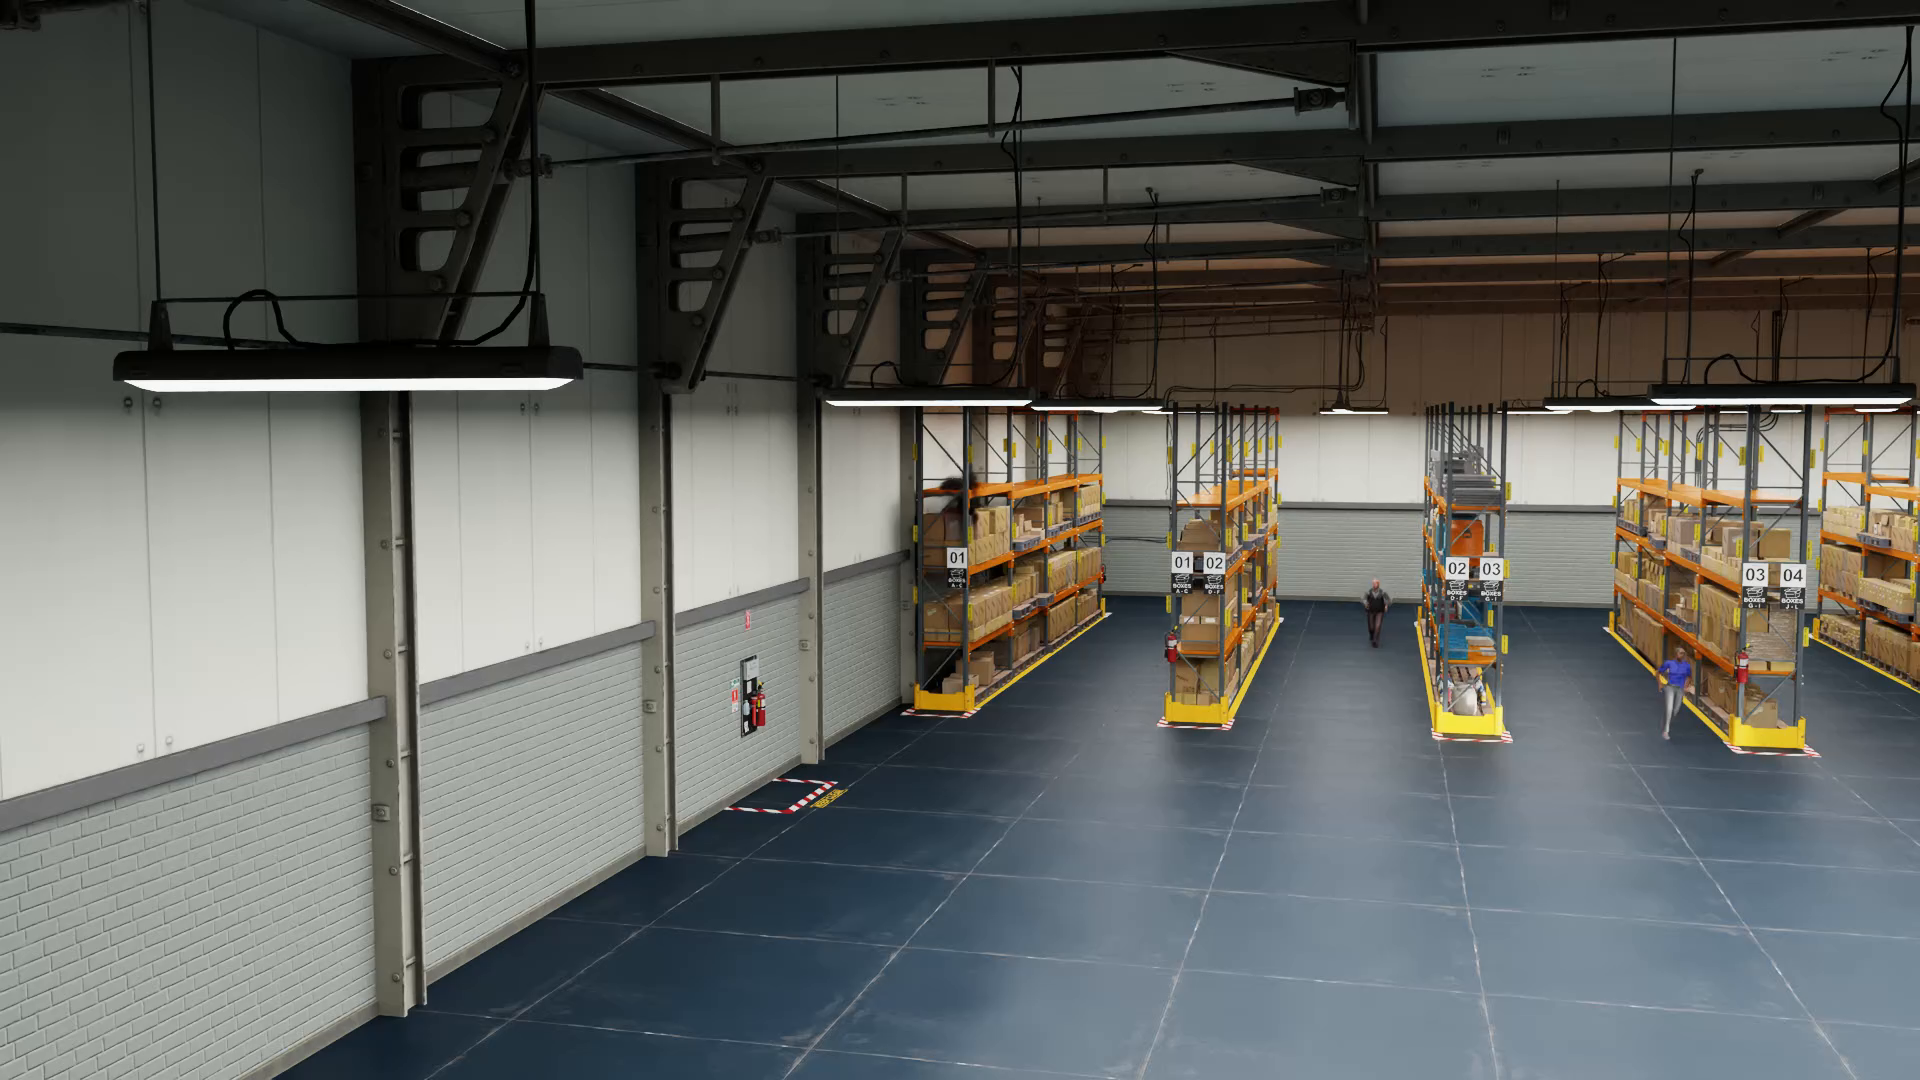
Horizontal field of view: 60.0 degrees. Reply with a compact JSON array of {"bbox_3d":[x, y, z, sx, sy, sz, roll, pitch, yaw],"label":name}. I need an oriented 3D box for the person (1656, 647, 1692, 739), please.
[{"bbox_3d":[12.828,2.735,29.872,0.615,1.617,0.749,1,4,9],"label":"person"}]

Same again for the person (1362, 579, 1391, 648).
[{"bbox_3d":[10.378,1.823,41.479,0.677,1.691,0.896,1,4,17],"label":"person"}]
